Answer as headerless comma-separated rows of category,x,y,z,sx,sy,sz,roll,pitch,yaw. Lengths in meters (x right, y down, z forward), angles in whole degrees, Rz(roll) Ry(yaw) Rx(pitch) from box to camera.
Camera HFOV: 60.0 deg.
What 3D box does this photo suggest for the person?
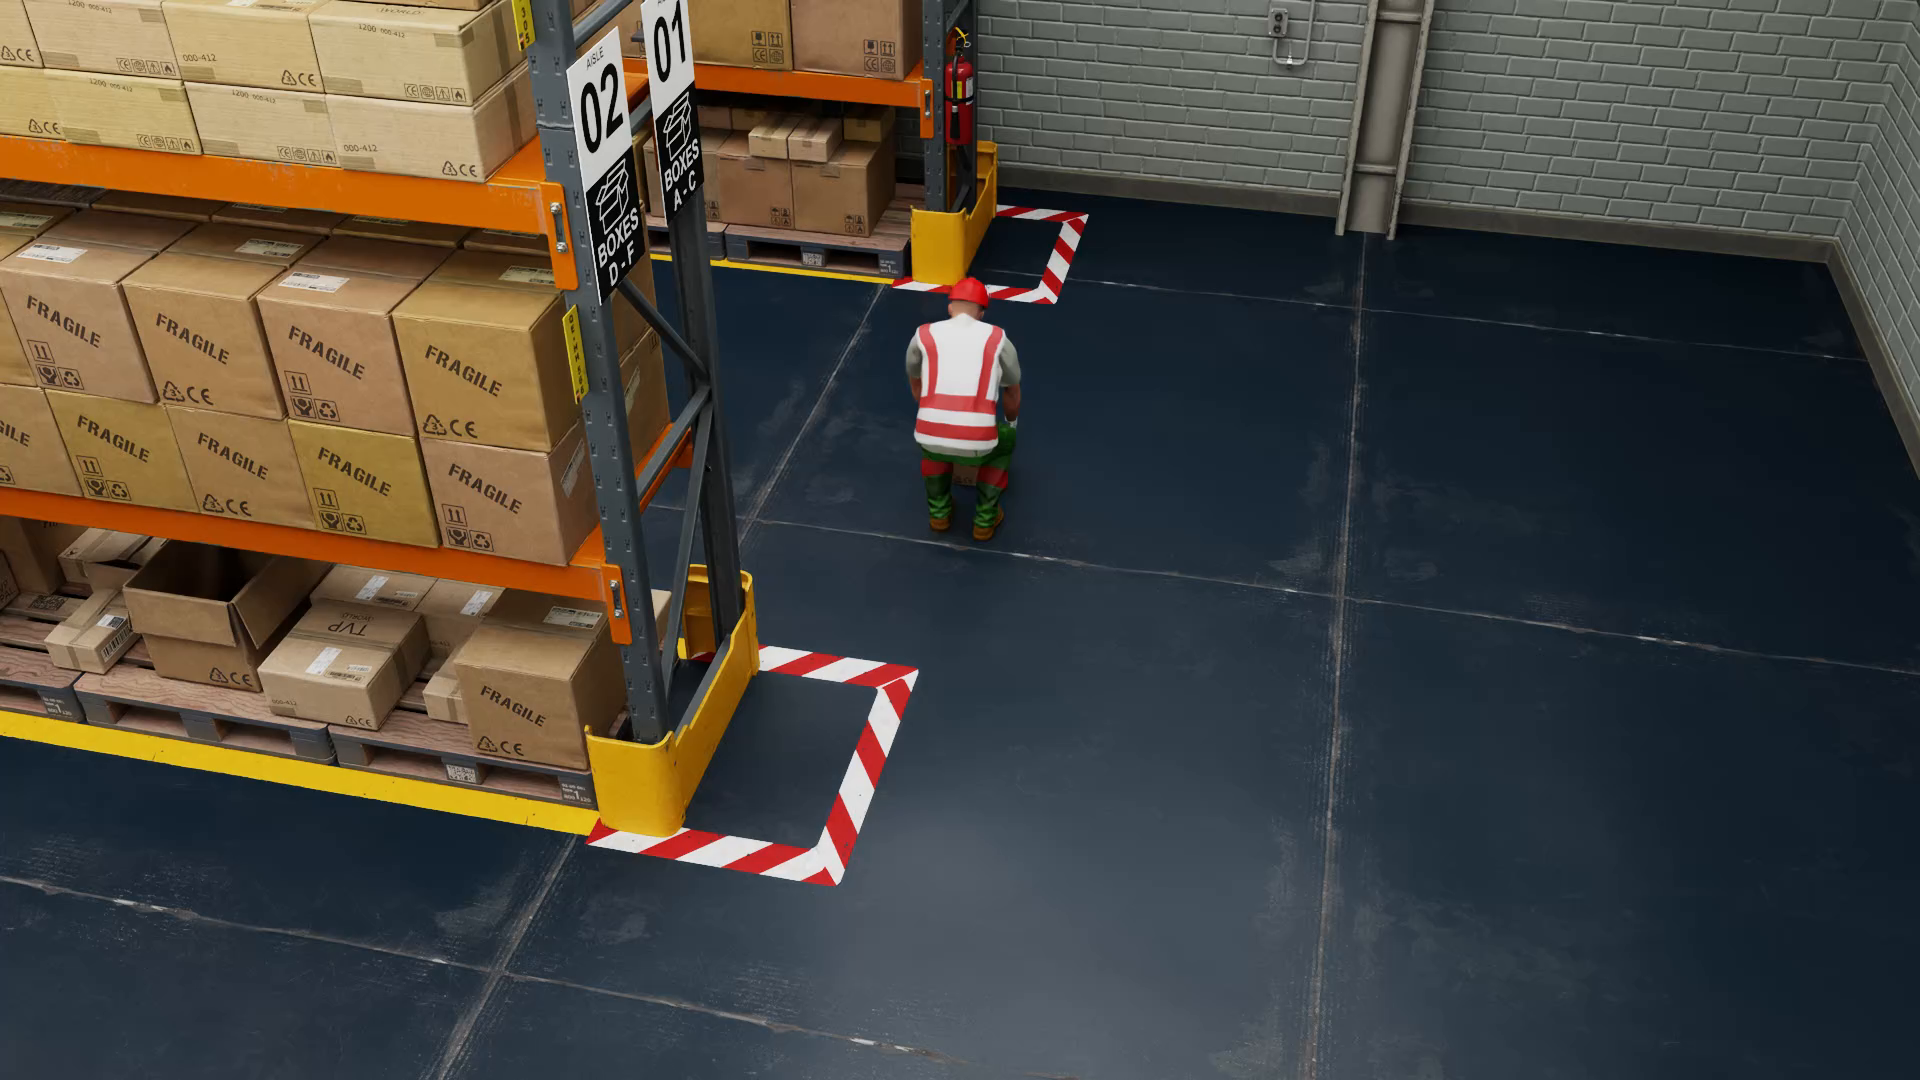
person,-0.006,-0.626,8.298,0.585,1.201,0.845,7,37,10
